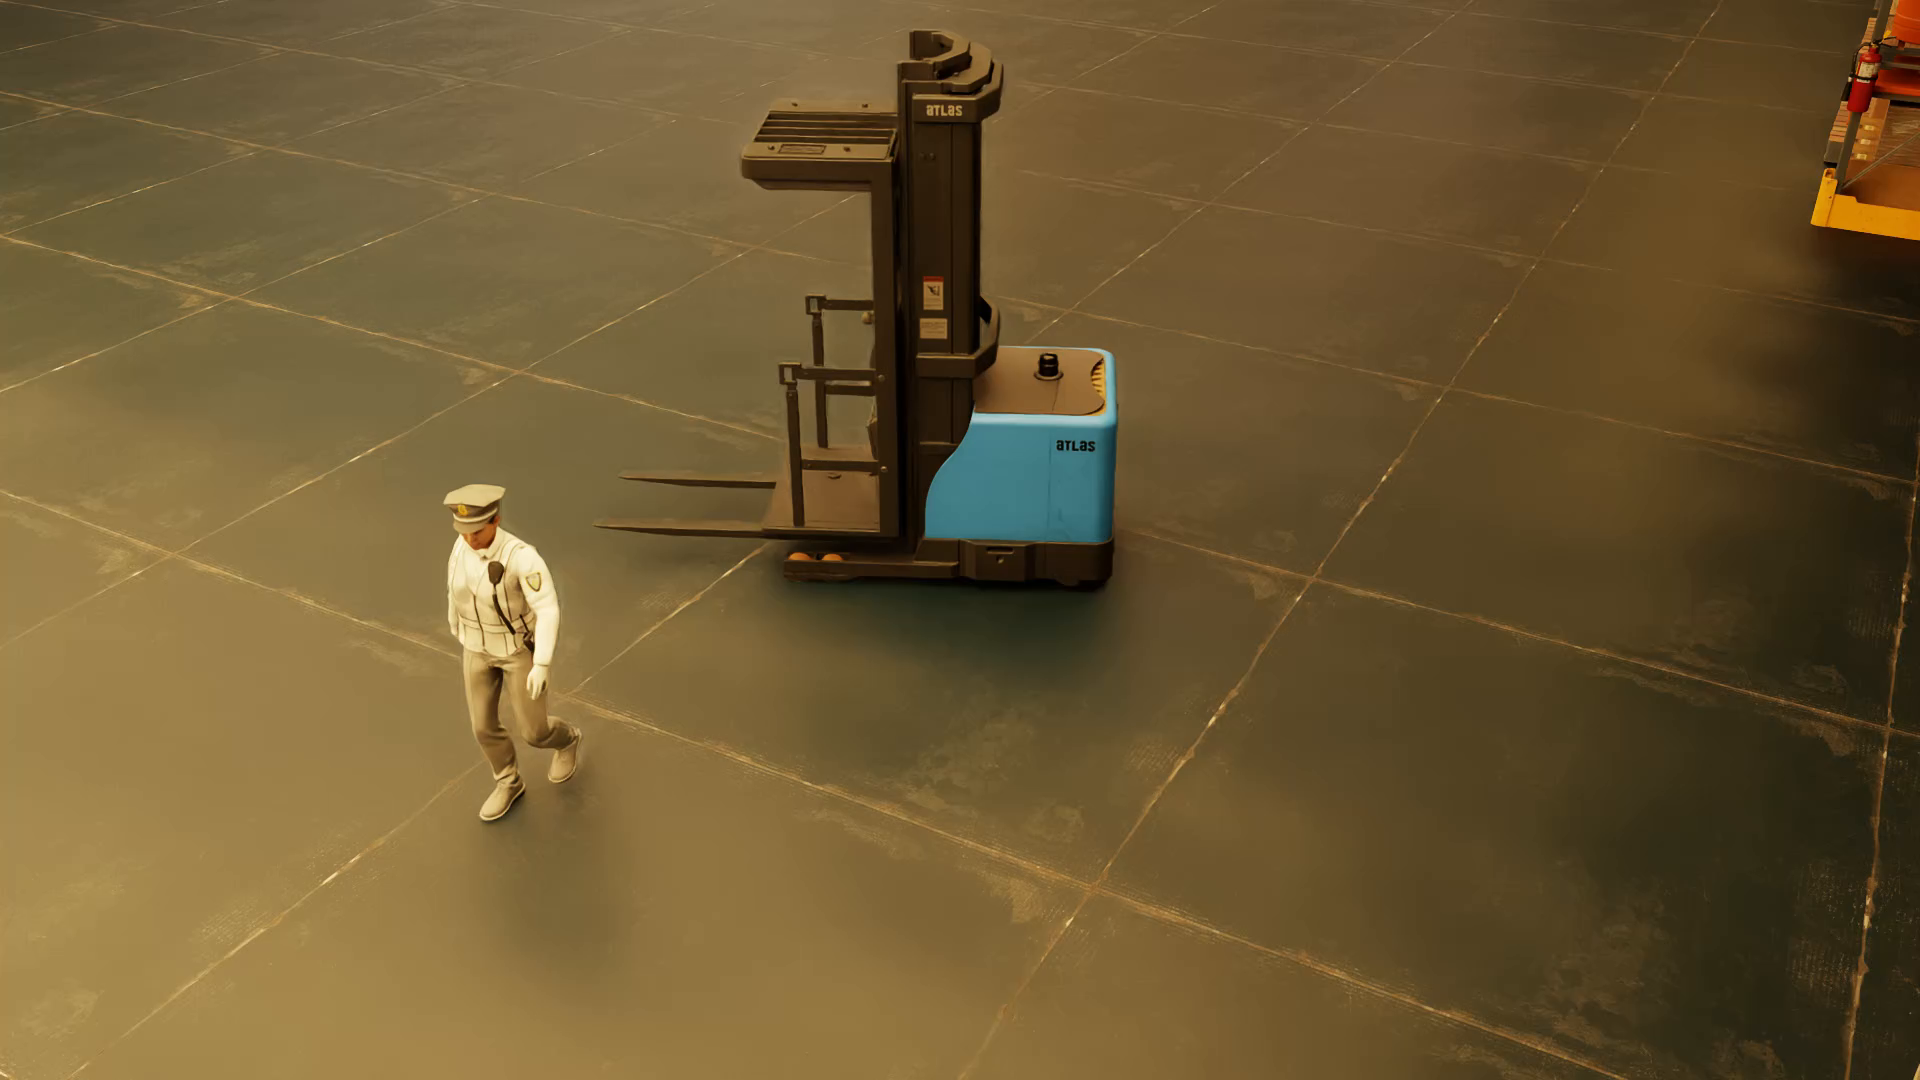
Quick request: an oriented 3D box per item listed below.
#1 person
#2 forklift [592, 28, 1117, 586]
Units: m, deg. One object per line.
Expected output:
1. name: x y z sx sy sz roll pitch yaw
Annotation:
1. person: -2.051 0.491 7.511 0.721 1.651 0.555 9 31 16
2. forklift: -0.616 -1.282 9.292 3.031 2.935 1.130 2 30 3
